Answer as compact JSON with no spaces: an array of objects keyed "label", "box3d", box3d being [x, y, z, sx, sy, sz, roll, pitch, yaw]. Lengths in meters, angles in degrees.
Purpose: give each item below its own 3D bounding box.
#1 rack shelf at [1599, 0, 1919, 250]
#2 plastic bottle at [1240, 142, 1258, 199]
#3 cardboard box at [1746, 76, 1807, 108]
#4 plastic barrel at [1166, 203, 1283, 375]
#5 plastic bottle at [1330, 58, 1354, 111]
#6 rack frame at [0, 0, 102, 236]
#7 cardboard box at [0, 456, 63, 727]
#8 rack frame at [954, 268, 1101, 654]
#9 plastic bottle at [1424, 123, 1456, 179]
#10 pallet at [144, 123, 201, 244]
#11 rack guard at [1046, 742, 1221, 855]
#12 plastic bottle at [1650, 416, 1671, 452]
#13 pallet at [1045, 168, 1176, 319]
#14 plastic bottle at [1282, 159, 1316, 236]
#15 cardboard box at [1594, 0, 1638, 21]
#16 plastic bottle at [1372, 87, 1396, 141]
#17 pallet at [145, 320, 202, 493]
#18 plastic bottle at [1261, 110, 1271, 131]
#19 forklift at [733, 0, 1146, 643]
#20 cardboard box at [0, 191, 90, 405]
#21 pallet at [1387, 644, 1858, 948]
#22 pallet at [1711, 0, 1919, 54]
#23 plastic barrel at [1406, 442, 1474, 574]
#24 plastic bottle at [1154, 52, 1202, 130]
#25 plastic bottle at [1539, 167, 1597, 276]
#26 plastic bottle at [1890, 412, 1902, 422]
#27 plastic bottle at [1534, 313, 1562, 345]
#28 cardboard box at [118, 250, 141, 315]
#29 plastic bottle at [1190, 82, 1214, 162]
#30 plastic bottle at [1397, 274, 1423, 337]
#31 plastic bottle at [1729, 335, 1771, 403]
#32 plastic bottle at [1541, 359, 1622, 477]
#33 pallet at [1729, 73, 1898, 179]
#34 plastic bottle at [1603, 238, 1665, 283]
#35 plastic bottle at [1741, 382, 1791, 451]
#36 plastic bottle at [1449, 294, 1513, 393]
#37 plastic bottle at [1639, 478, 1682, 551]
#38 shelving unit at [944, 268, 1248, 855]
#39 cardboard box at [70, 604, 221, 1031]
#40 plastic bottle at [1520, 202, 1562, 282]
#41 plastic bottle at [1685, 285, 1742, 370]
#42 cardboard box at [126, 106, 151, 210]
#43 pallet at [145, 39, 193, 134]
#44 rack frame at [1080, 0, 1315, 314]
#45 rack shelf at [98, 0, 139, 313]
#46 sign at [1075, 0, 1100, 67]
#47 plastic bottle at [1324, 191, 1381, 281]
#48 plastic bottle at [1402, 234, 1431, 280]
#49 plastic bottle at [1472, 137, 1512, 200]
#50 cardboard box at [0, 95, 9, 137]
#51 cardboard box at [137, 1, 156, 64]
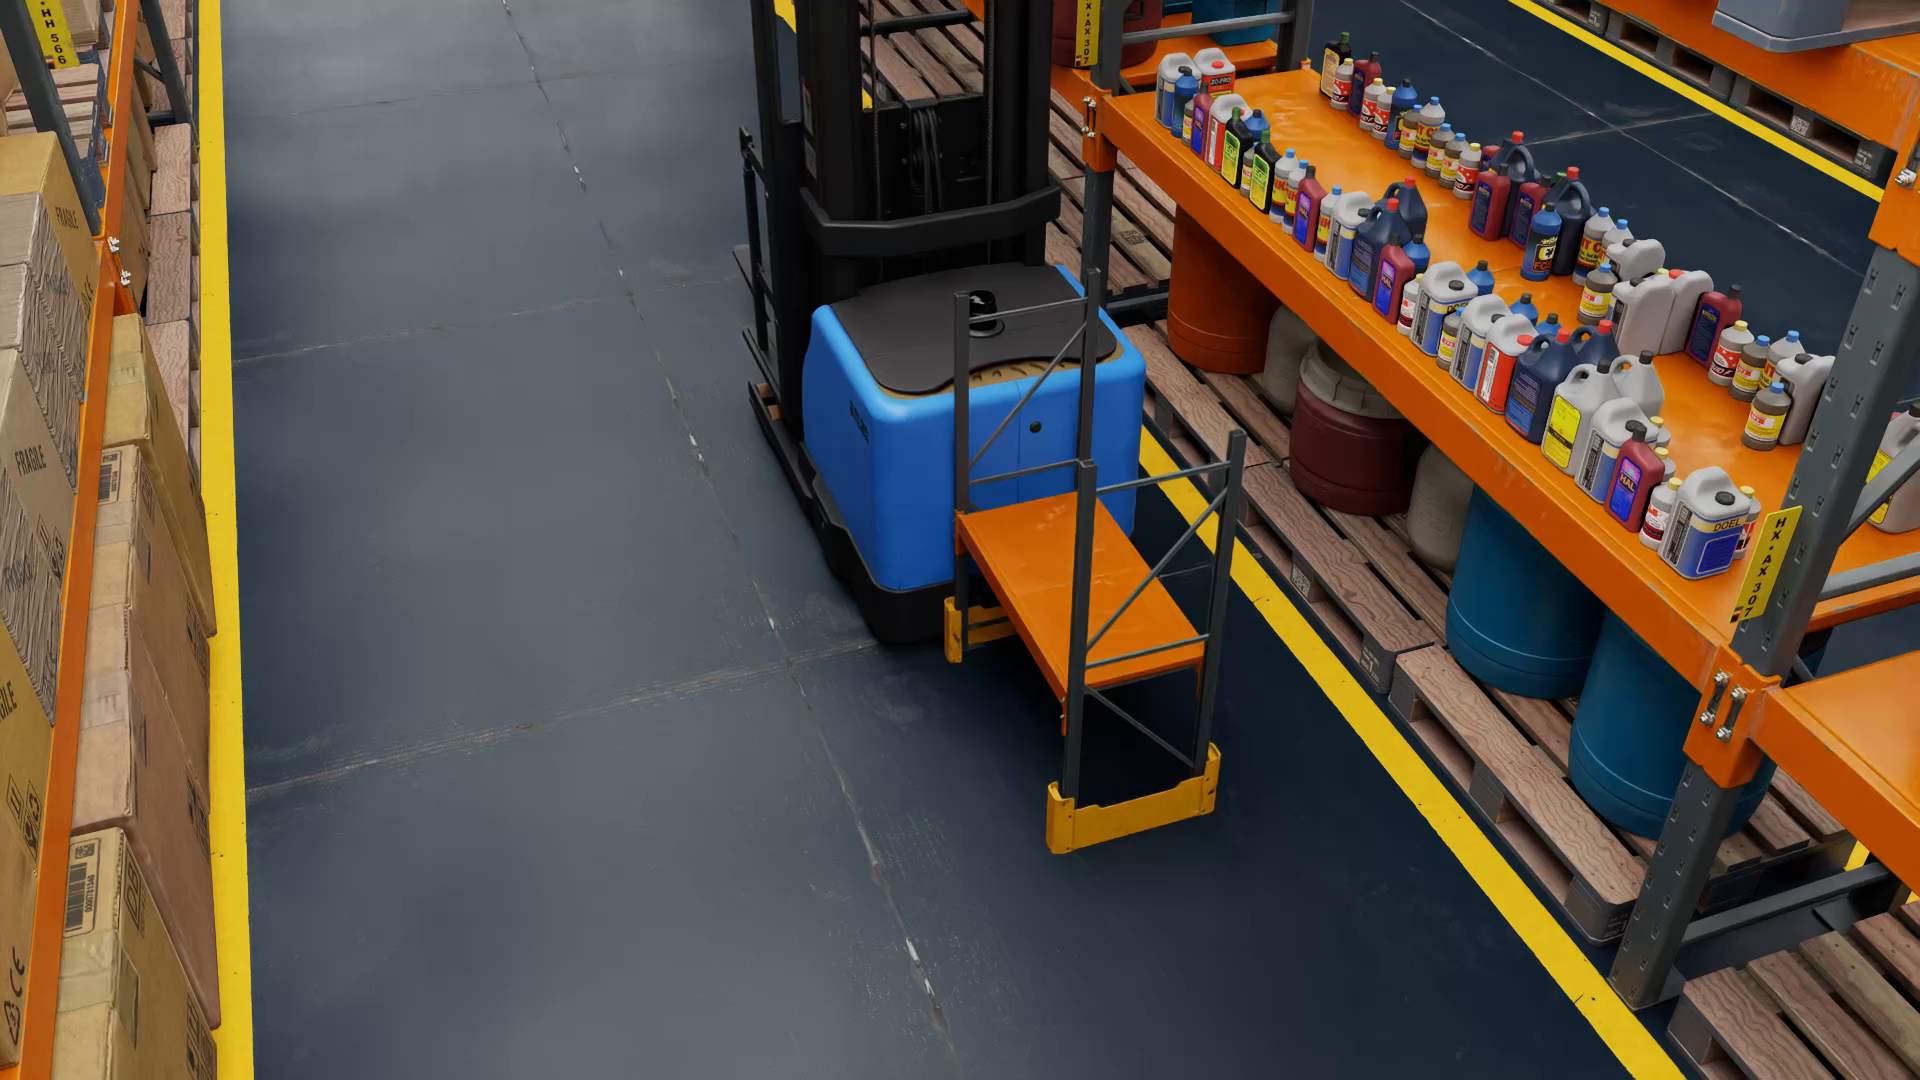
[{"label":"rack shelf","box3d":[1.739,-1.982,4.993,1.077,0.370,4.000,-12,39,-16]},{"label":"plastic bottle","box3d":[1.115,-1.402,6.283,0.097,0.201,0.097,0,37,0]},{"label":"cardboard box","box3d":[5.112,-2.831,9.951,0.500,0.250,0.500,-13,39,-16]},{"label":"plastic barrel","box3d":[1.235,-1.229,7.343,0.600,0.830,0.708,-12,39,-16]},{"label":"plastic bottle","box3d":[1.613,-1.912,6.961,0.097,0.201,0.097,0,37,0]},{"label":"rack frame","box3d":[-3.600,-1.175,5.817,1.000,3.000,0.127,-12,39,-16]},{"label":"cardboard box","box3d":[-2.493,0.166,3.953,0.500,0.500,0.500,-13,39,-17]},{"label":"rack frame","box3d":[0.220,-0.232,5.812,0.500,1.500,0.032,-12,39,-16]},{"label":"plastic bottle","box3d":[1.860,-1.507,6.423,0.097,0.201,0.097,0,37,0]},{"label":"pallet","box3d":[-4.707,-1.882,9.073,1.003,0.211,1.213,-12,39,-16]},{"label":"rack guard","box3d":[0.565,0.842,5.425,0.587,0.250,0.087,-12,39,-16]},{"label":"plastic bottle","box3d":[1.973,-0.260,4.767,0.097,0.201,0.097,0,37,0]},{"label":"pallet","box3d":[0.820,-1.533,8.609,1.003,0.211,1.213,-12,39,-16]},{"label":"plastic bottle","box3d":[1.228,-1.245,6.016,0.097,0.271,0.097,0,37,0]},{"label":"cardboard box","box3d":[4.588,-3.693,11.096,0.500,0.250,0.500,-14,39,-17]},{"label":"plastic bottle","box3d":[1.726,-1.727,6.715,0.097,0.201,0.097,0,37,0]},{"label":"pallet","box3d":[-3.868,-0.503,7.243,1.003,0.211,1.213,-12,39,-16]},{"label":"plastic bottle","box3d":[1.166,-1.585,6.526,0.097,0.201,0.097,0,37,0]},{"label":"forklift","box3d":[-0.304,-1.678,6.542,1.130,2.935,3.031,-12,39,-16]},{"label":"cardboard box","box3d":[-3.031,-0.705,5.110,0.500,0.500,0.500,-13,39,-16]},{"label":"pallet","box3d":[2.201,0.728,5.608,1.003,0.211,1.213,-12,39,-16]},{"label":"pallet","box3d":[2.065,-1.486,3.894,1.213,0.211,1.003,-12,39,-16]},{"label":"plastic barrel","box3d":[1.902,-0.163,6.193,0.421,0.512,0.421,0,37,0]},{"label":"plastic bottle","box3d":[0.896,-1.840,6.802,0.152,0.276,0.135,-12,39,-16]},{"label":"plastic bottle","box3d":[2.109,-1.117,5.781,0.144,0.351,0.185,-12,39,-16]},{"label":"plastic bottle","box3d":[2.655,-0.265,4.706,0.061,0.283,0.133,-12,39,-16]},{"label":"plastic bottle","box3d":[1.799,-0.573,5.125,0.097,0.271,0.097,0,37,0]},{"label":"cardboard box","box3d":[-4.052,-1.038,7.346,0.700,0.500,0.500,-16,40,-20]},{"label":"plastic bottle","box3d":[0.966,-1.648,6.541,0.061,0.283,0.133,-12,39,-16]},{"label":"plastic bottle","box3d":[1.497,-0.776,5.452,0.097,0.201,0.097,0,37,0]},{"label":"plastic bottle","box3d":[2.452,-0.535,5.132,0.097,0.201,0.097,0,37,0]},{"label":"plastic bottle","box3d":[1.803,-0.373,4.793,0.144,0.351,0.185,-12,39,-16]},{"label":"pallet","box3d":[5.456,-2.583,10.004,1.003,0.211,1.213,-12,39,-16]},{"label":"plastic bottle","box3d":[2.227,-0.886,5.536,0.152,0.276,0.135,-12,39,-16]},{"label":"plastic bottle","box3d":[2.389,-0.372,4.916,0.097,0.201,0.097,0,37,0]},{"label":"plastic bottle","box3d":[1.642,-0.615,5.176,0.152,0.276,0.135,-12,39,-16]},{"label":"plastic bottle","box3d":[1.922,-0.077,4.525,0.097,0.201,0.097,0,37,0]},{"label":"shelving unit","box3d":[0.396,0.060,5.423,0.587,1.500,1.083,-12,39,-16]},{"label":"cardboard box","box3d":[-2.771,0.903,4.475,1.225,0.875,0.875,-14,39,-18]},{"label":"plastic bottle","box3d":[2.010,-1.035,5.738,0.097,0.271,0.097,0,37,0]},{"label":"plastic bottle","box3d":[2.396,-0.692,5.272,0.061,0.283,0.133,-12,39,-16]},{"label":"cardboard box","box3d":[-4.639,-1.988,8.607,0.700,0.500,0.500,-13,39,-16]},{"label":"pallet","box3d":[-5.241,-2.693,10.150,1.003,0.211,1.213,-12,39,-16]},{"label":"rack frame","box3d":[1.050,-2.201,7.179,1.000,3.000,0.127,-12,39,-16]},{"label":"rack shelf","box3d":[-4.288,-2.018,7.534,1.077,0.370,4.000,-12,39,-16]},{"label":"sign","box3d":[0.536,-2.148,6.973,0.100,0.325,0.005,-12,39,-16]},{"label":"plastic bottle","box3d":[1.373,-1.056,5.762,0.152,0.276,0.135,-12,39,-16]},{"label":"plastic bottle","box3d":[1.508,-0.891,5.547,0.097,0.271,0.097,0,37,0]},{"label":"plastic bottle","box3d":[1.984,-1.368,6.170,0.061,0.283,0.133,-12,39,-16]},{"label":"cardboard box","box3d":[-3.823,-1.680,6.055,0.500,0.500,0.500,-17,40,-21]},{"label":"cardboard box","box3d":[-5.281,-3.160,10.181,0.500,0.500,0.500,-1,37,-1]}]
